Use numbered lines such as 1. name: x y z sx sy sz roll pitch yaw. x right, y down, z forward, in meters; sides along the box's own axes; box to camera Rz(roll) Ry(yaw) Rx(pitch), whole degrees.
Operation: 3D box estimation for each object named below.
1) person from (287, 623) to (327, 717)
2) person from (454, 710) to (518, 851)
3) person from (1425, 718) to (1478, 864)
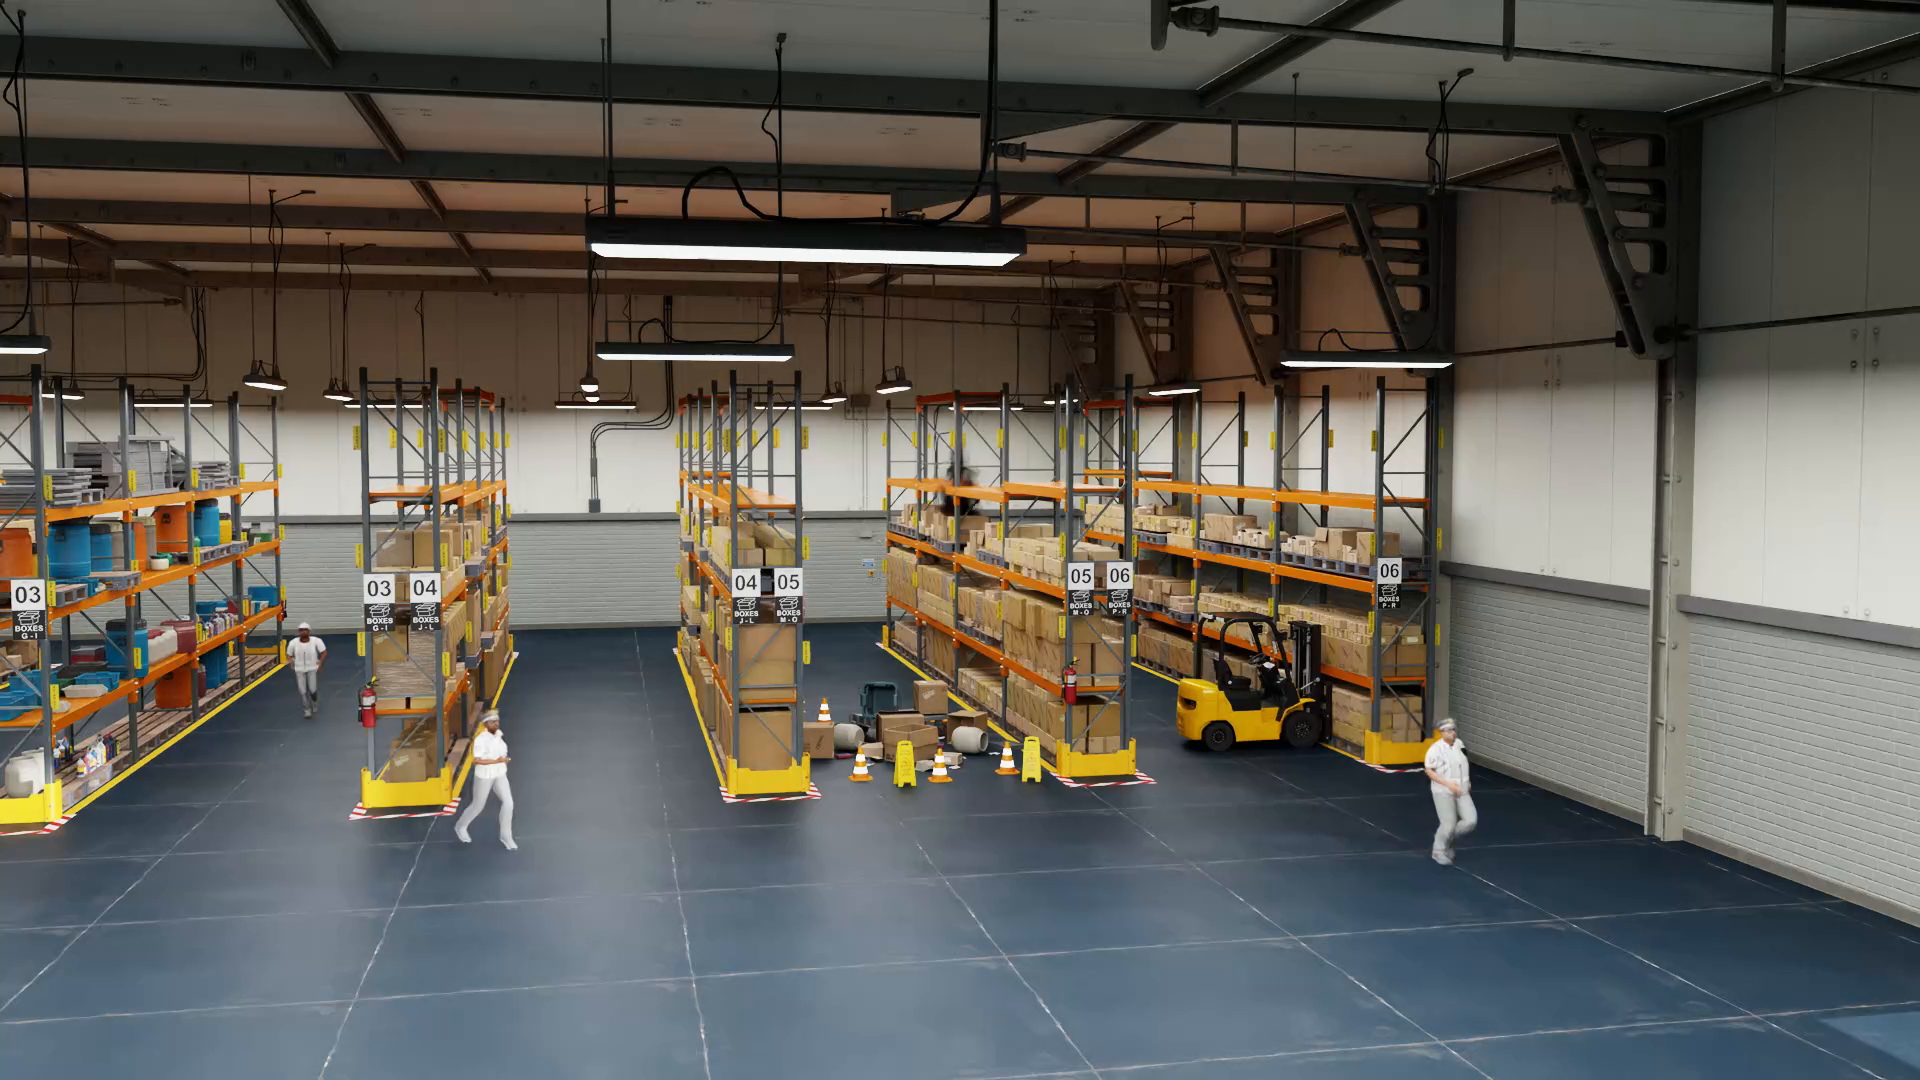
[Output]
1. person: -11.795 2.348 29.997 0.674 1.721 0.569 -1 4 -15
2. person: -5.821 2.938 20.500 0.896 1.742 0.587 2 4 35
3. person: 5.816 2.962 19.642 0.657 1.745 0.551 -2 4 -26
